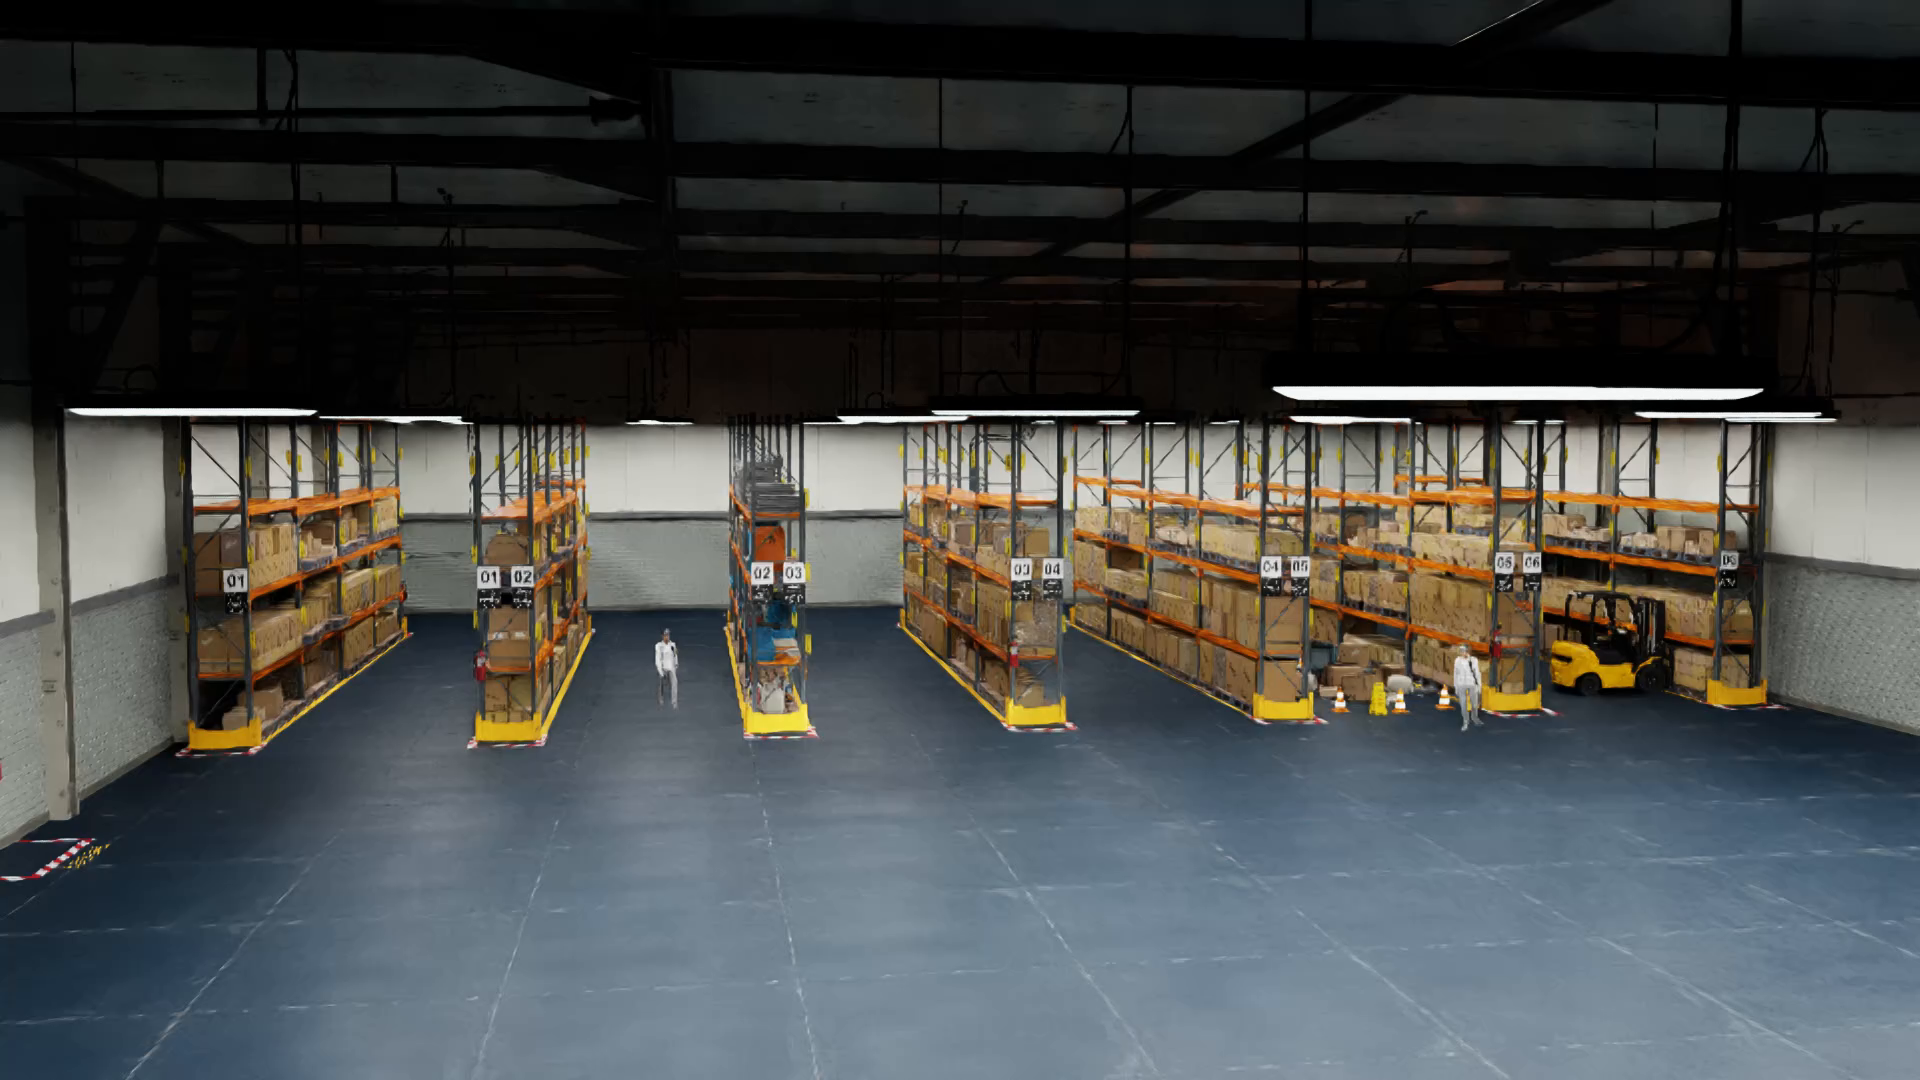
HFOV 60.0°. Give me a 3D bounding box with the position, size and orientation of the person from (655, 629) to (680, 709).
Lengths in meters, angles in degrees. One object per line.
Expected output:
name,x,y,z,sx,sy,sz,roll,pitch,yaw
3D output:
person,-5.971,2.596,33.800,0.483,1.621,0.994,-1,4,-17

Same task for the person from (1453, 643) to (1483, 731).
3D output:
person,9.602,2.756,31.429,0.533,1.672,0.509,2,4,28

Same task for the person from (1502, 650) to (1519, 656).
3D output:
person,12.298,2.387,37.180,0.372,1.737,0.526,-3,5,-36

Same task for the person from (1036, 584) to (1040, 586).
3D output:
person,2.098,1.573,48.284,0.553,1.709,1.122,0,4,-7
